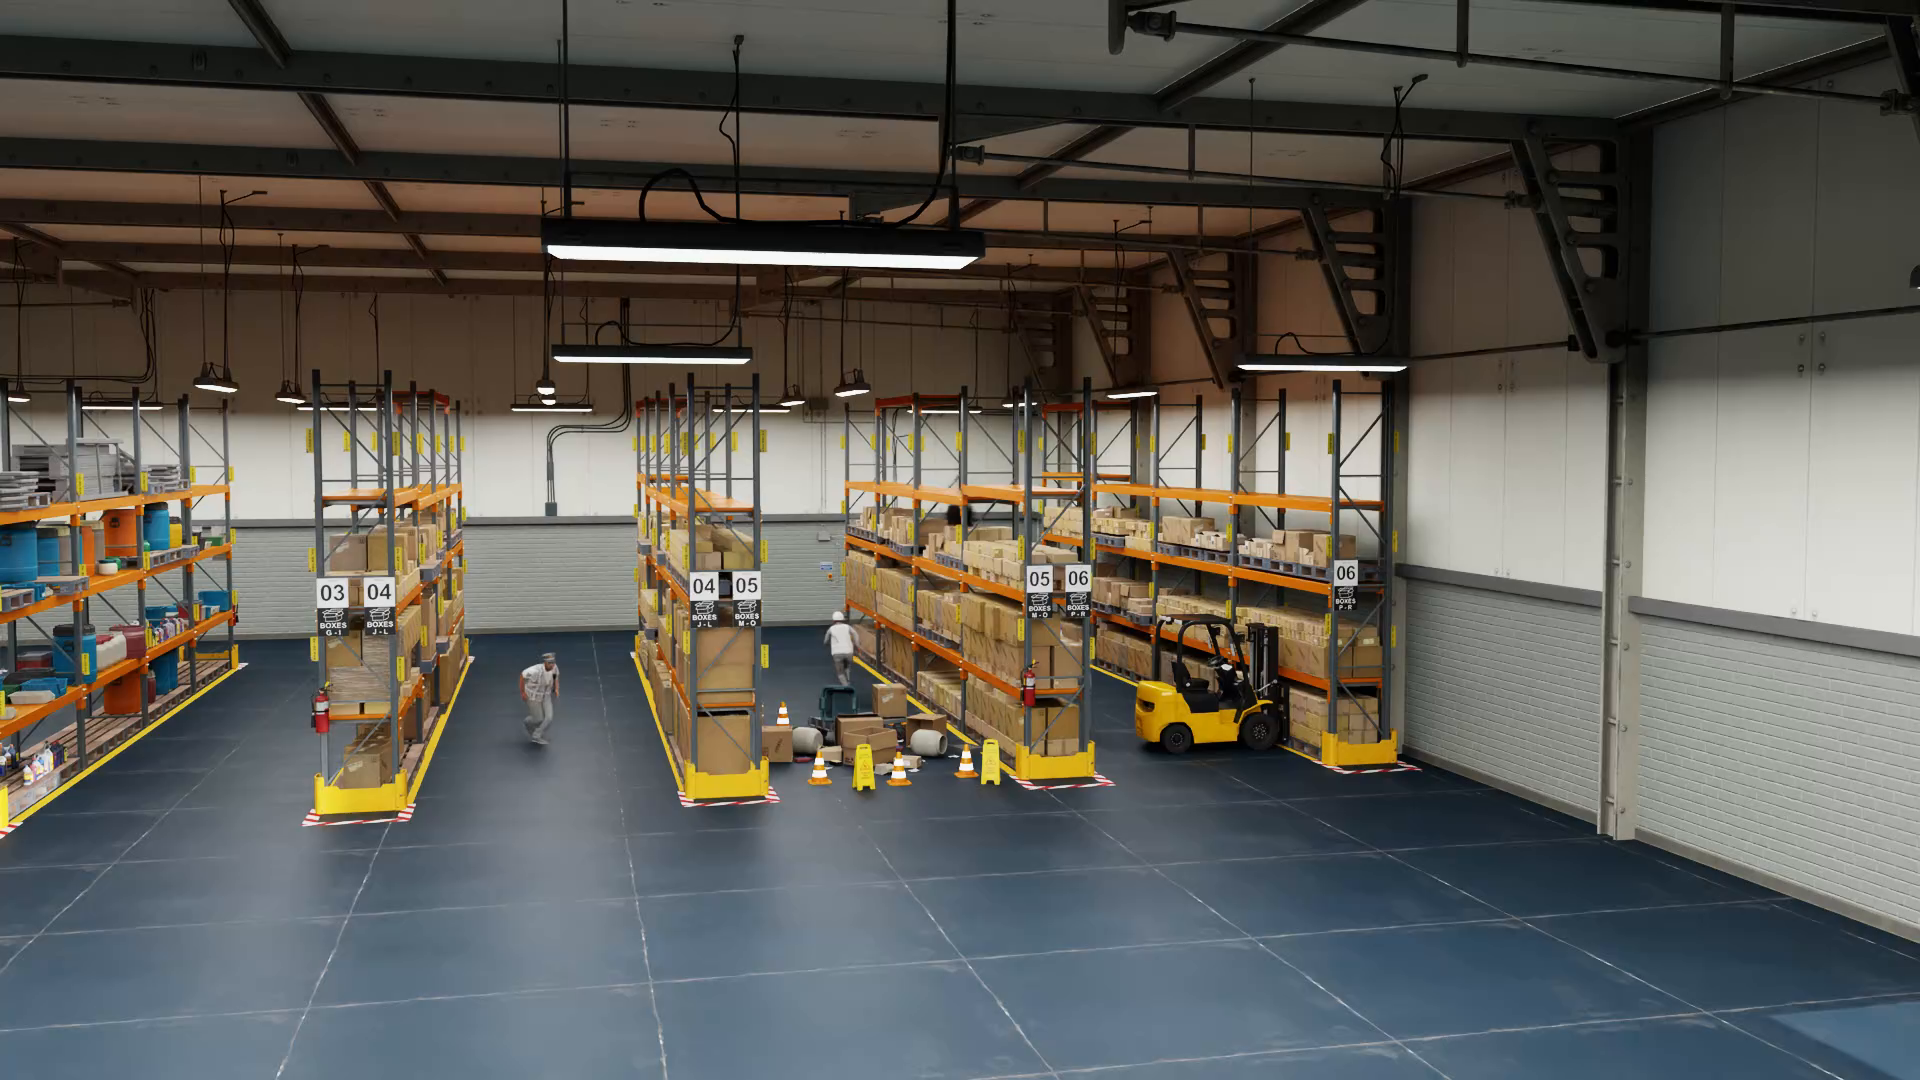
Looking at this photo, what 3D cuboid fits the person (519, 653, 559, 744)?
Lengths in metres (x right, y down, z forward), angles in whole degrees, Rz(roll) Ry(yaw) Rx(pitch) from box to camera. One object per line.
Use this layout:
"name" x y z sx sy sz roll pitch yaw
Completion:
"person" -7.024 2.635 27.660 0.686 1.560 0.892 -3 4 -42

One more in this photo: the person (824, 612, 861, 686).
"person" -2.342 2.258 33.036 0.669 1.638 0.962 -1 3 -18
